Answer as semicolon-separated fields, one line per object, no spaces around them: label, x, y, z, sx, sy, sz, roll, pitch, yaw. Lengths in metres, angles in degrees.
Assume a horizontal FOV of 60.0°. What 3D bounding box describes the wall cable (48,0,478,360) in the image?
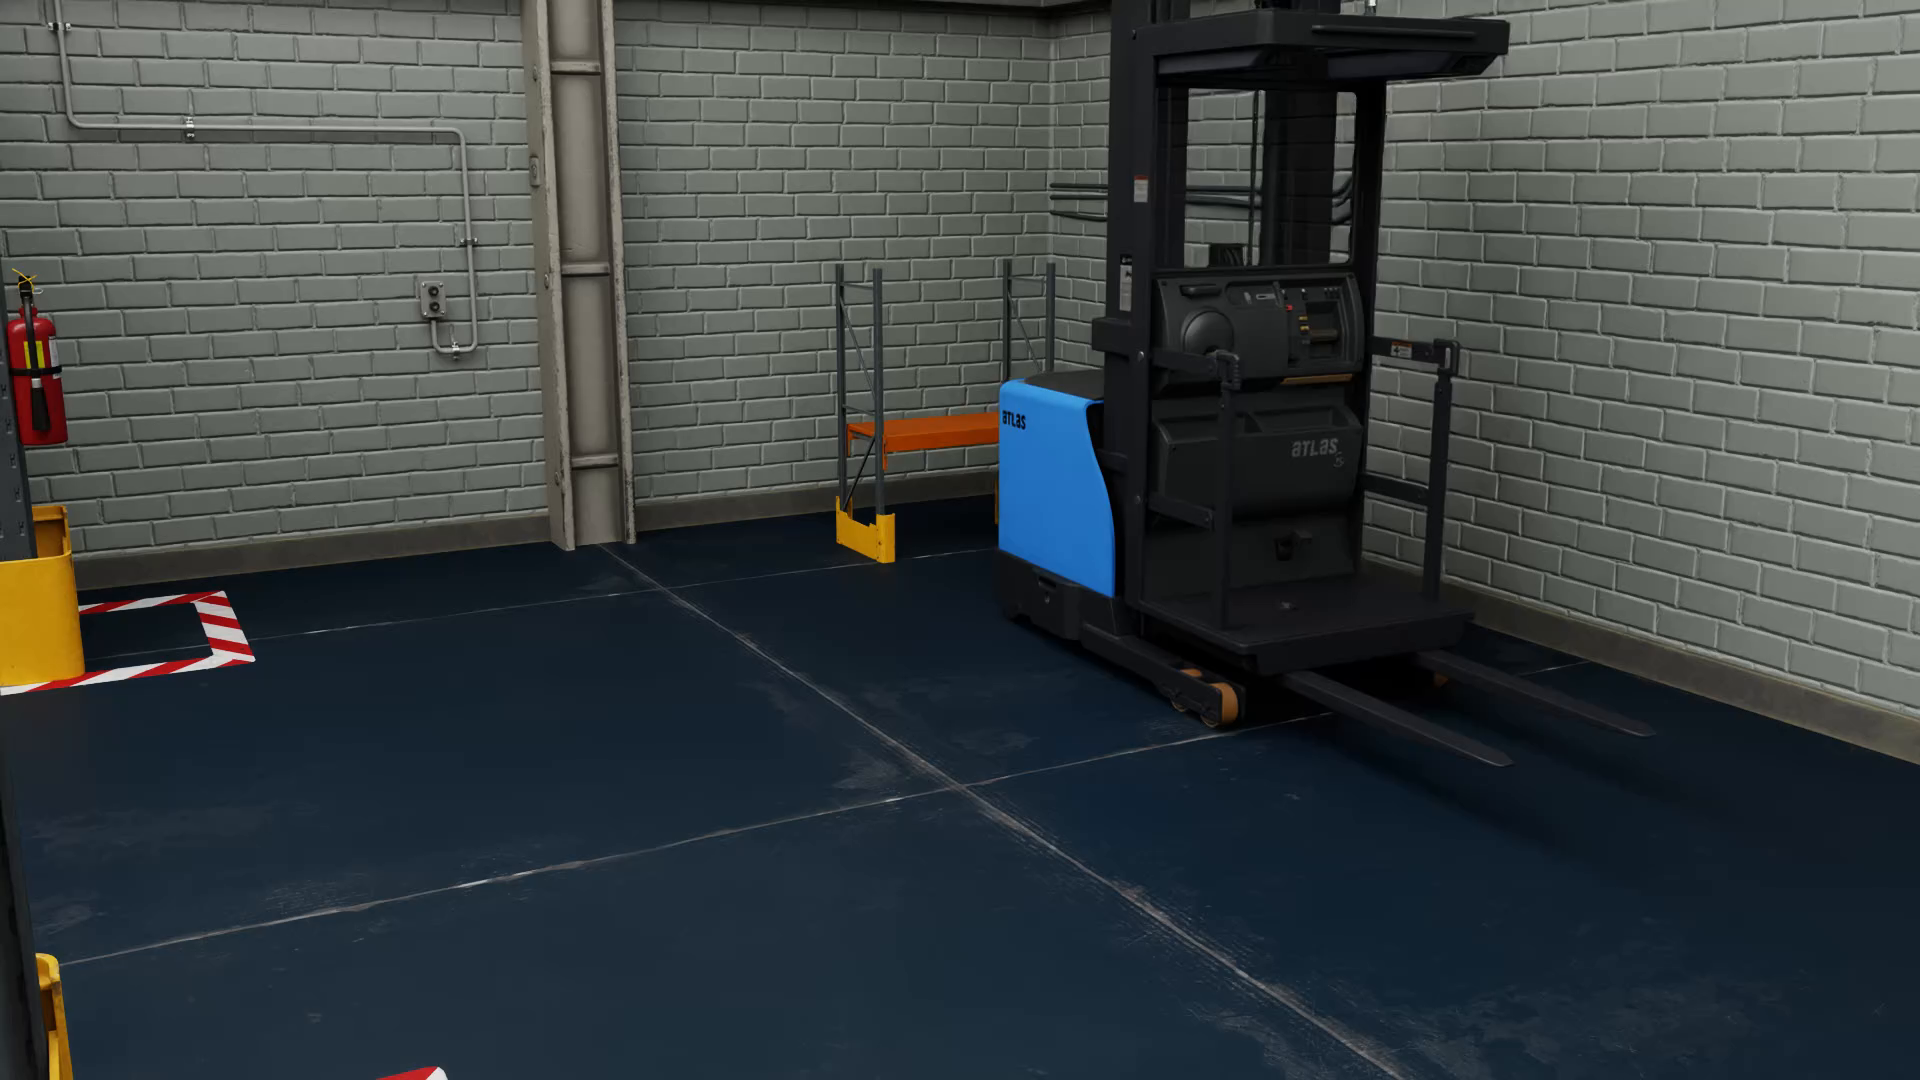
wall cable;-3.287;-1.818;8.042;1.851;1.984;0.084;-7;14;-28

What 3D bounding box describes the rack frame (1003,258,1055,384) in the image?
rack frame;0.371;-0.776;9.142;0.032;1.500;0.500;-7;14;-28

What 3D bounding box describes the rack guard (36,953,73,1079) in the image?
rack guard;-1.647;1.176;2.744;0.348;0.500;1.175;-7;14;-28

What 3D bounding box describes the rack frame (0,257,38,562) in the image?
rack frame;-3.957;-1.005;6.745;0.127;3.000;1.000;-7;14;-28

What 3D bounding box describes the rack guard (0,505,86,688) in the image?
rack guard;-3.936;0.212;7.031;0.348;0.500;1.175;-7;14;-28

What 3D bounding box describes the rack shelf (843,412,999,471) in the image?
rack shelf;-0.075;-0.547;8.944;1.000;0.185;0.538;-7;14;-28

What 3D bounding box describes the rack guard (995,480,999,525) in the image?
rack guard;0.370;-0.166;9.279;0.087;0.250;0.587;-7;14;-28

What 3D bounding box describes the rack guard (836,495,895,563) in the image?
rack guard;-0.504;-0.062;8.813;0.087;0.250;0.587;-7;14;-28

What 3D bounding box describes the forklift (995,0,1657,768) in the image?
forklift;1.265;-0.856;6.236;1.130;2.935;3.031;-6;14;-26

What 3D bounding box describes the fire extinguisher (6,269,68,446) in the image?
fire extinguisher;-3.604;-0.713;6.470;0.183;0.674;0.296;-7;14;-28

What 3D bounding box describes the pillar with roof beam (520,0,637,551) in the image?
pillar with roof beam;0.061;-3.553;4.403;0.400;9.000;9.100;-7;14;-28

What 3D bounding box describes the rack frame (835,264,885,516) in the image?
rack frame;-0.521;-0.669;8.667;0.032;1.500;0.500;-7;14;-28

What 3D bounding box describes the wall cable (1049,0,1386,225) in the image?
wall cable;1.178;-2.943;8.765;0.112;2.526;3.097;-7;14;-28

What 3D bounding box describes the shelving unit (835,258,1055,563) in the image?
shelving unit;-0.067;-0.724;8.909;1.083;1.500;0.587;-7;14;-28
